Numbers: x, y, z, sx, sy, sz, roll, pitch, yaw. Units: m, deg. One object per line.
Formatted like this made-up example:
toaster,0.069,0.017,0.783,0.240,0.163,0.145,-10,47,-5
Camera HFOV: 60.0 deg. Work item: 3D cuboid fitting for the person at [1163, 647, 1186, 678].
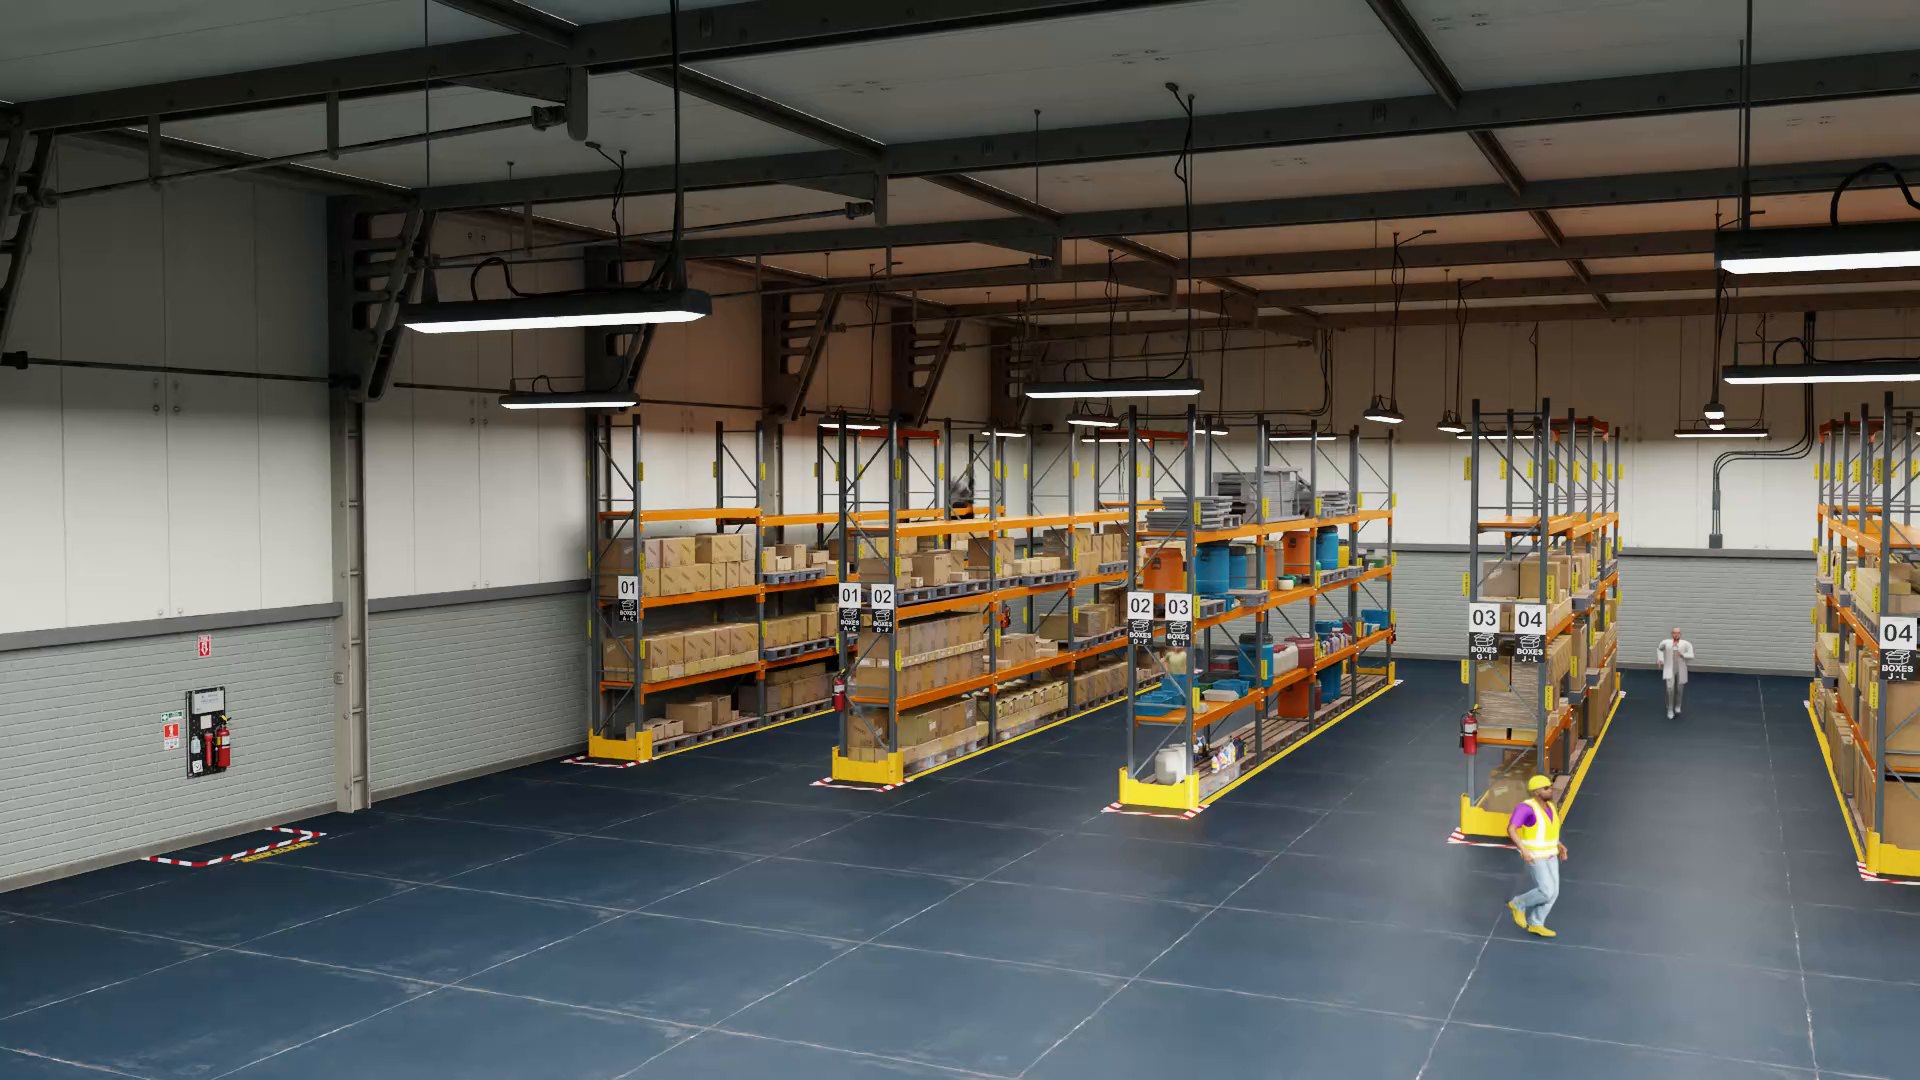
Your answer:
person,4.324,2.795,33.216,0.550,1.641,0.597,0,2,8

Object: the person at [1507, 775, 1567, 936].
person,6.235,3.399,17.969,0.693,1.726,0.546,-2,3,-34

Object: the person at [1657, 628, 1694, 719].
person,14.618,2.703,33.980,0.677,1.832,0.919,1,2,20

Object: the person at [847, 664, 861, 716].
person,-1.981,3.006,29.805,0.496,1.553,0.536,1,2,19
